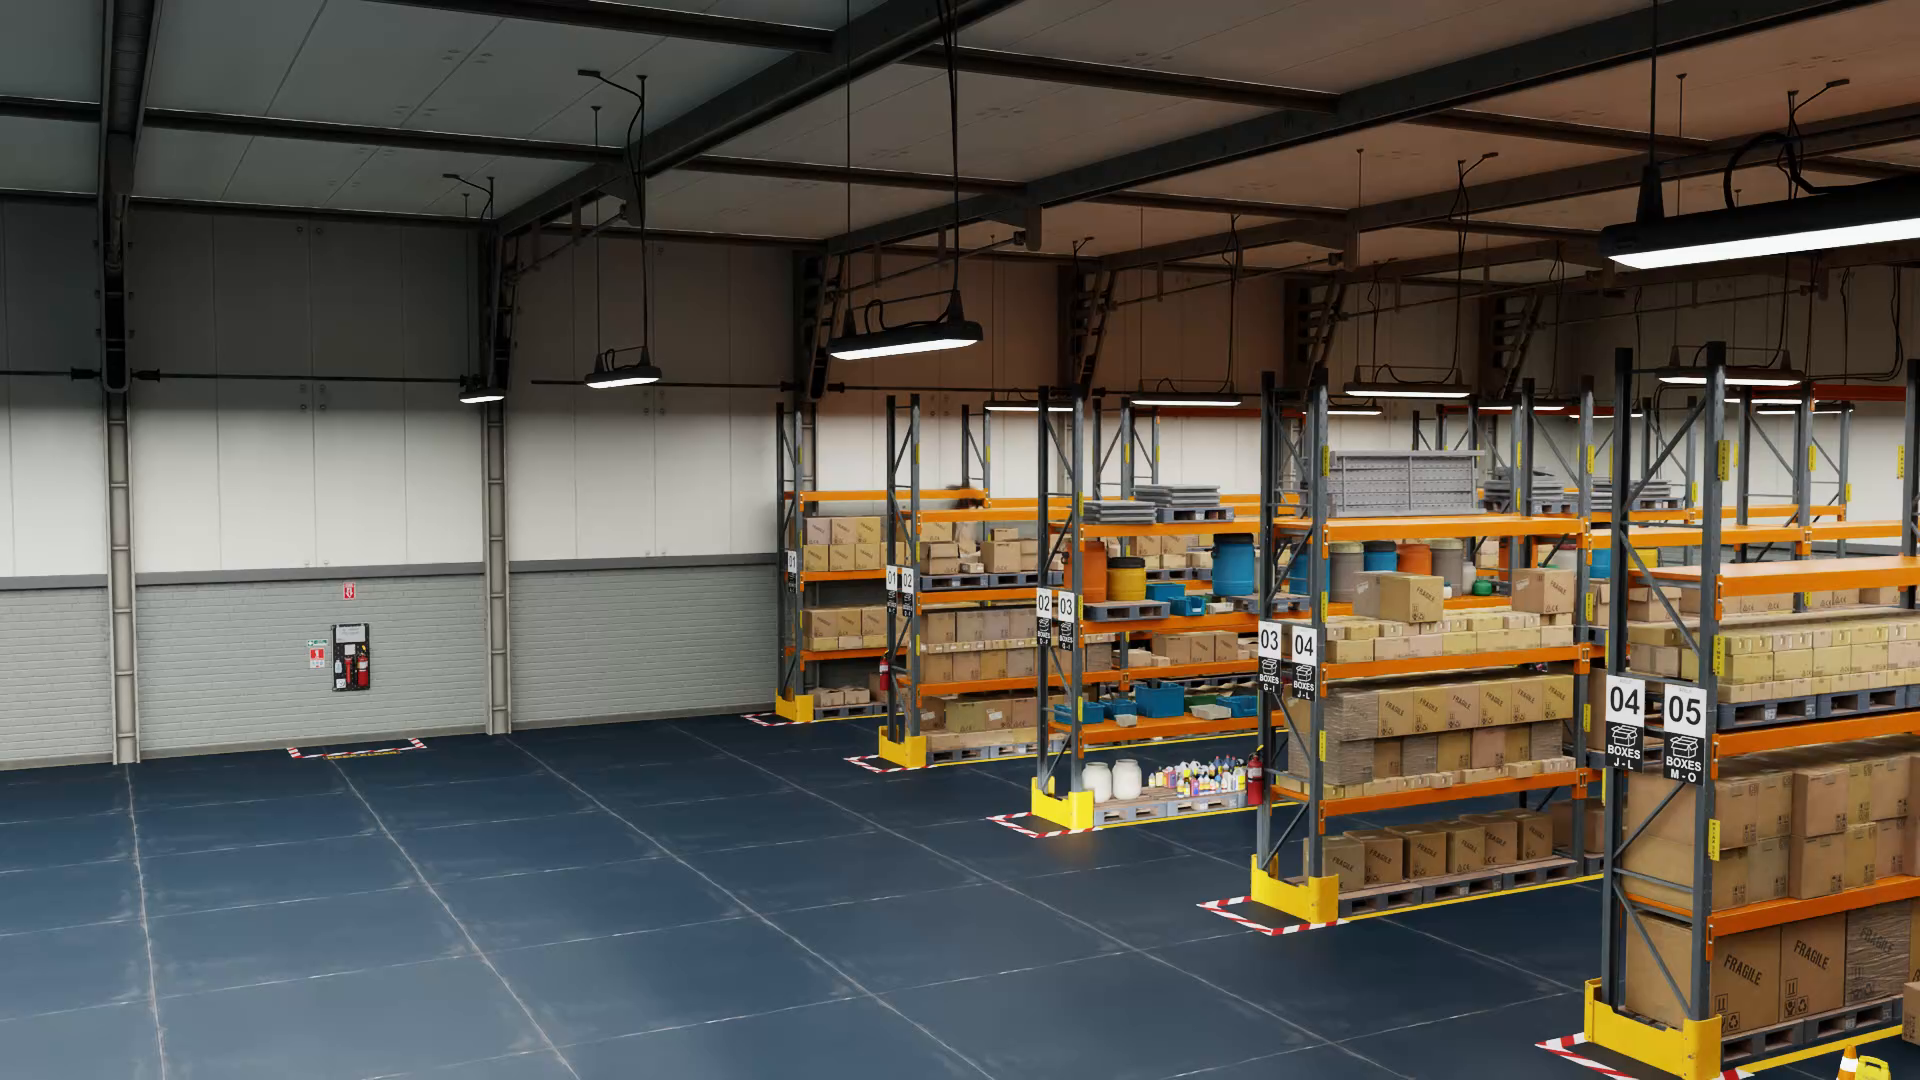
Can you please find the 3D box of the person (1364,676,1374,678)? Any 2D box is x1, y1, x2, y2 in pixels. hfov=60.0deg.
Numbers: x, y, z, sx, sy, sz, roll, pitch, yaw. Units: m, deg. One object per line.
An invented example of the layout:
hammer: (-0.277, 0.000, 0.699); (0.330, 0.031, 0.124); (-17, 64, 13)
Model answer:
person: (7.030, 2.694, 28.413); (1.028, 1.724, 0.743); (-2, 4, -32)
